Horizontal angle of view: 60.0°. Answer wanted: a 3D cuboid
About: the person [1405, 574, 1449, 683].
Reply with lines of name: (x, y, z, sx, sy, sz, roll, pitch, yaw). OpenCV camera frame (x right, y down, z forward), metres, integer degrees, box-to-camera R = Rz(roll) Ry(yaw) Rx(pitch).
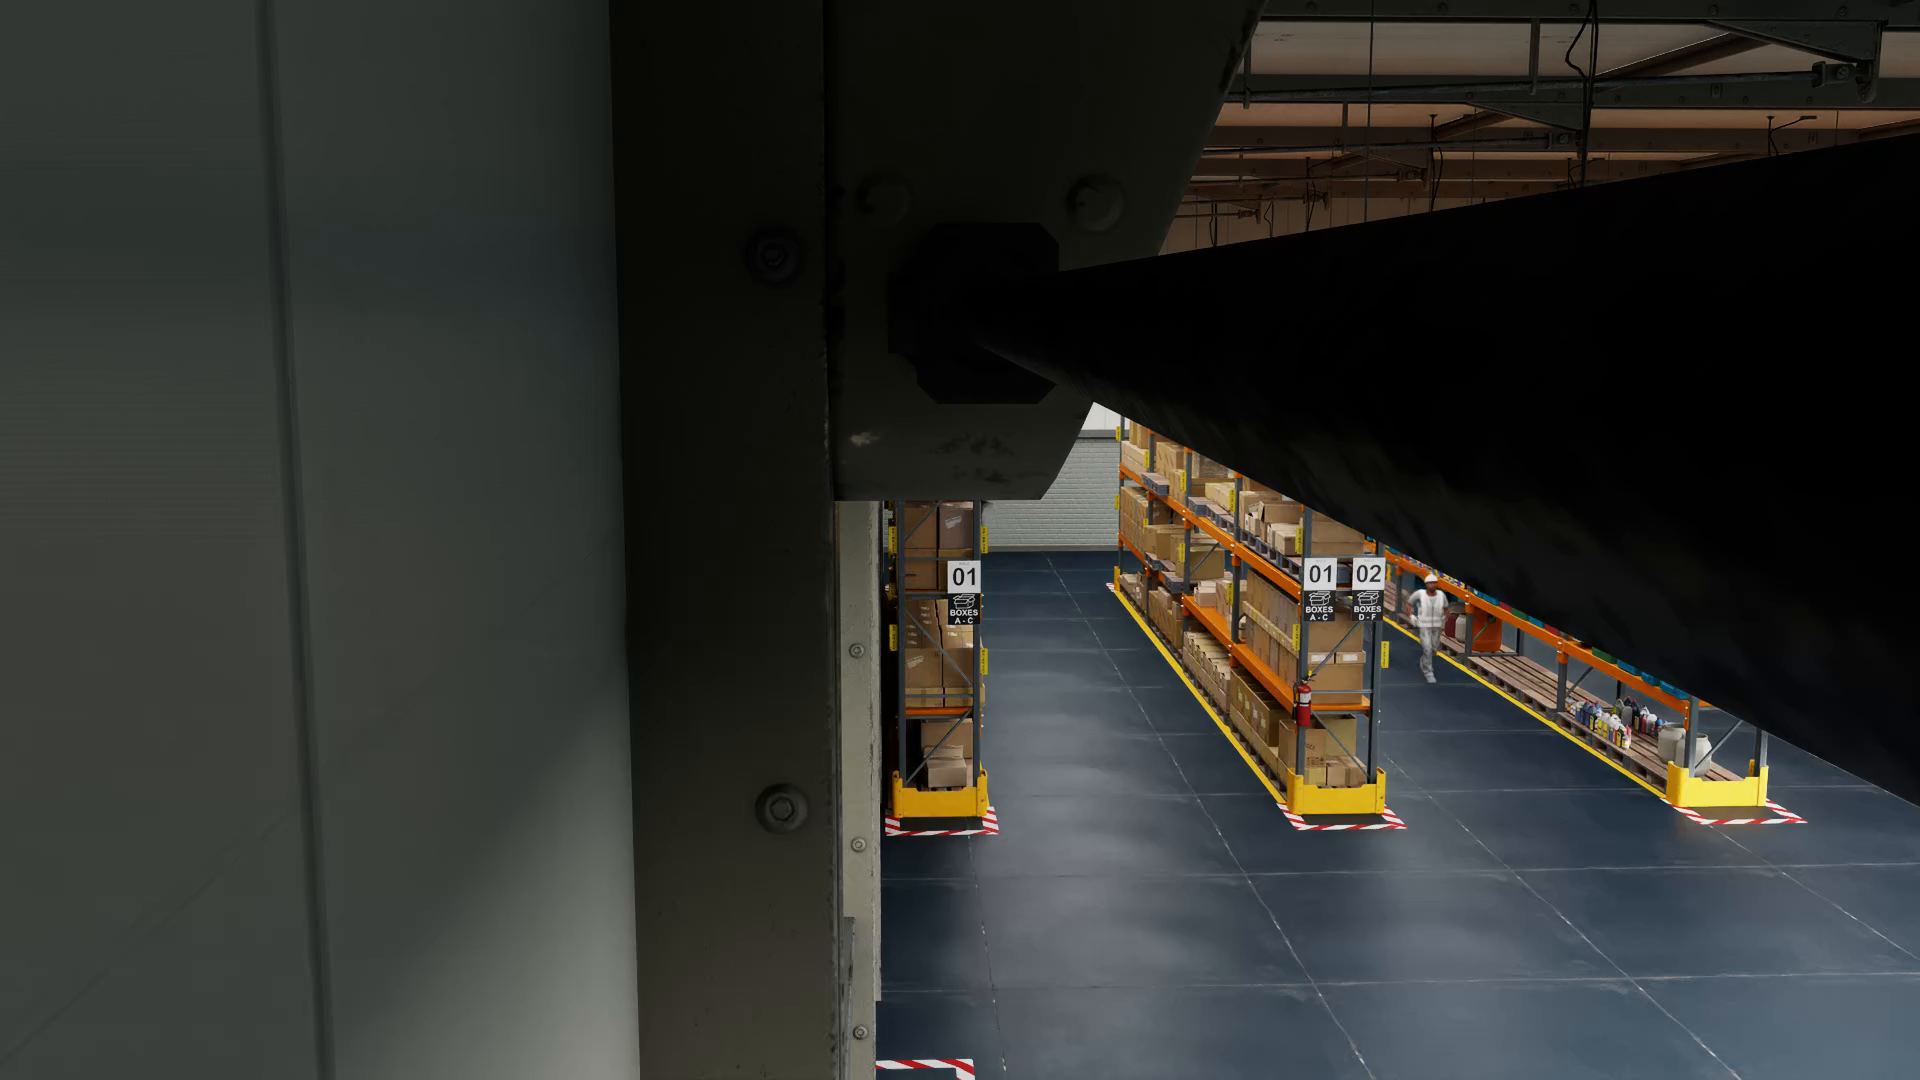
person: (7.839, 1.446, 27.821, 0.705, 1.772, 0.879, -1, 8, -6)
